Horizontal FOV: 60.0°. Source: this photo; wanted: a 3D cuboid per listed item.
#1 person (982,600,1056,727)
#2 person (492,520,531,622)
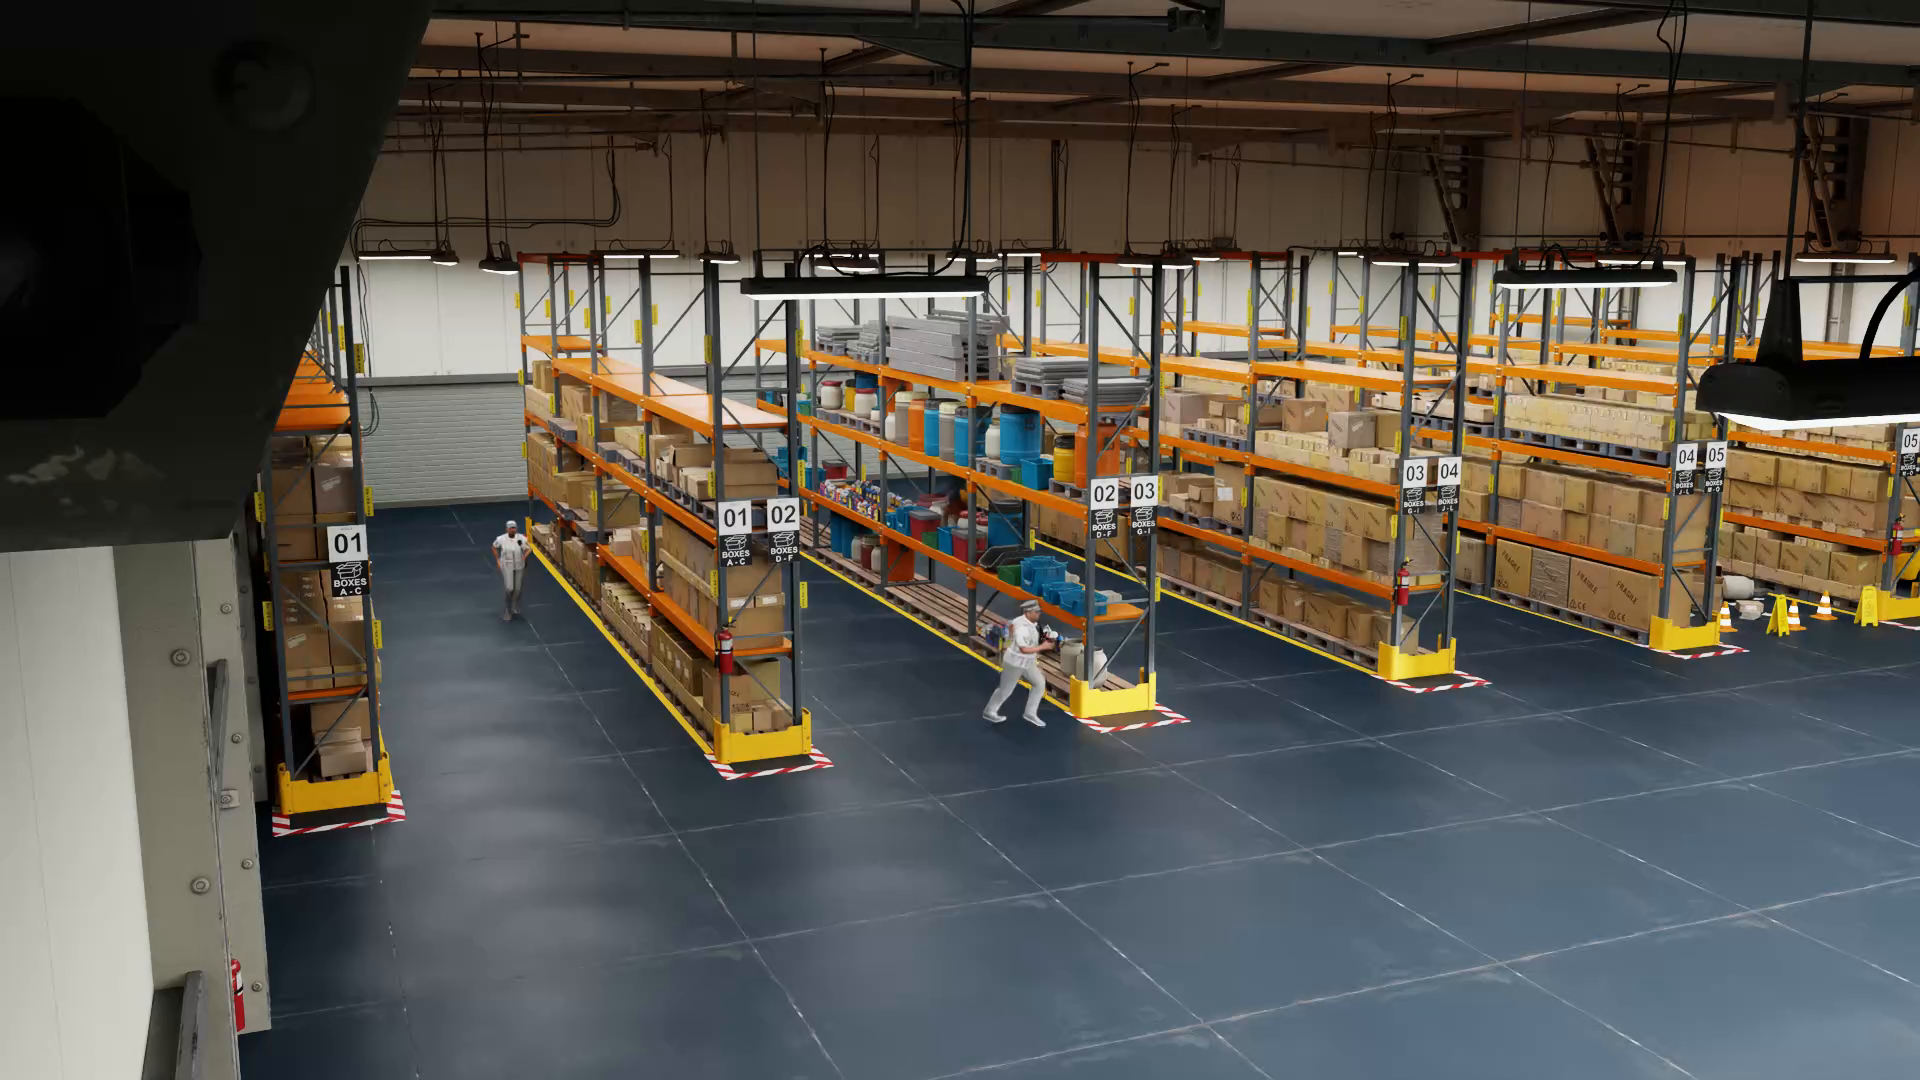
[{"bbox_3d":[0.768,1.596,21.495,0.994,1.732,0.599,5,11,24],"label":"person"},{"bbox_3d":[-7.449,0.504,27.745,0.610,1.702,0.716,-5,11,-25],"label":"person"}]
